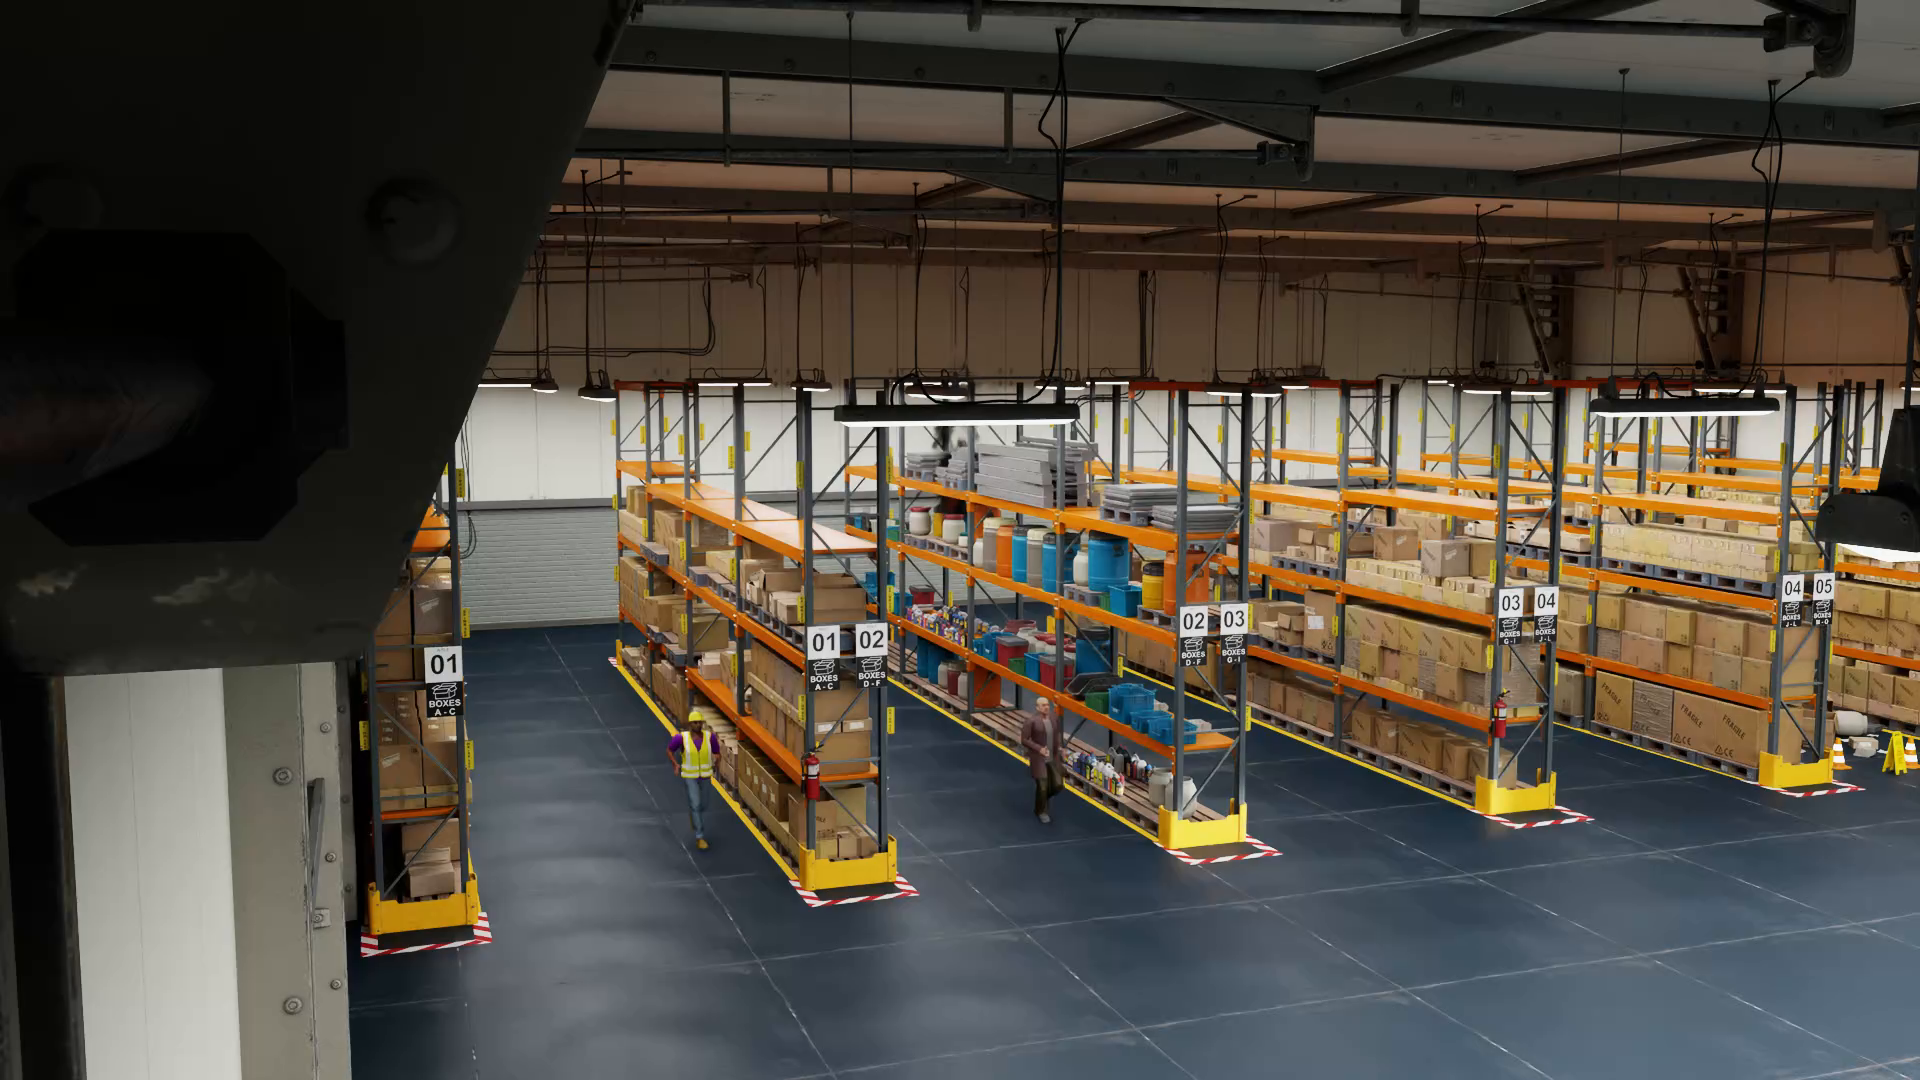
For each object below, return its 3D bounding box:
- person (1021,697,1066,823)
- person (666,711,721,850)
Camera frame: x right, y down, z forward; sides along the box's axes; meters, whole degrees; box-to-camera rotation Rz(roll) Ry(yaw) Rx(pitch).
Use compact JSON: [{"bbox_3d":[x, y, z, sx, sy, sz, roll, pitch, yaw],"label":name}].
[{"bbox_3d":[1.178,3.041,23.018,0.705,1.737,0.631,-3,7,-27],"label":"person"},{"bbox_3d":[-3.496,3.137,22.028,0.699,1.769,0.927,-3,7,-24],"label":"person"}]
